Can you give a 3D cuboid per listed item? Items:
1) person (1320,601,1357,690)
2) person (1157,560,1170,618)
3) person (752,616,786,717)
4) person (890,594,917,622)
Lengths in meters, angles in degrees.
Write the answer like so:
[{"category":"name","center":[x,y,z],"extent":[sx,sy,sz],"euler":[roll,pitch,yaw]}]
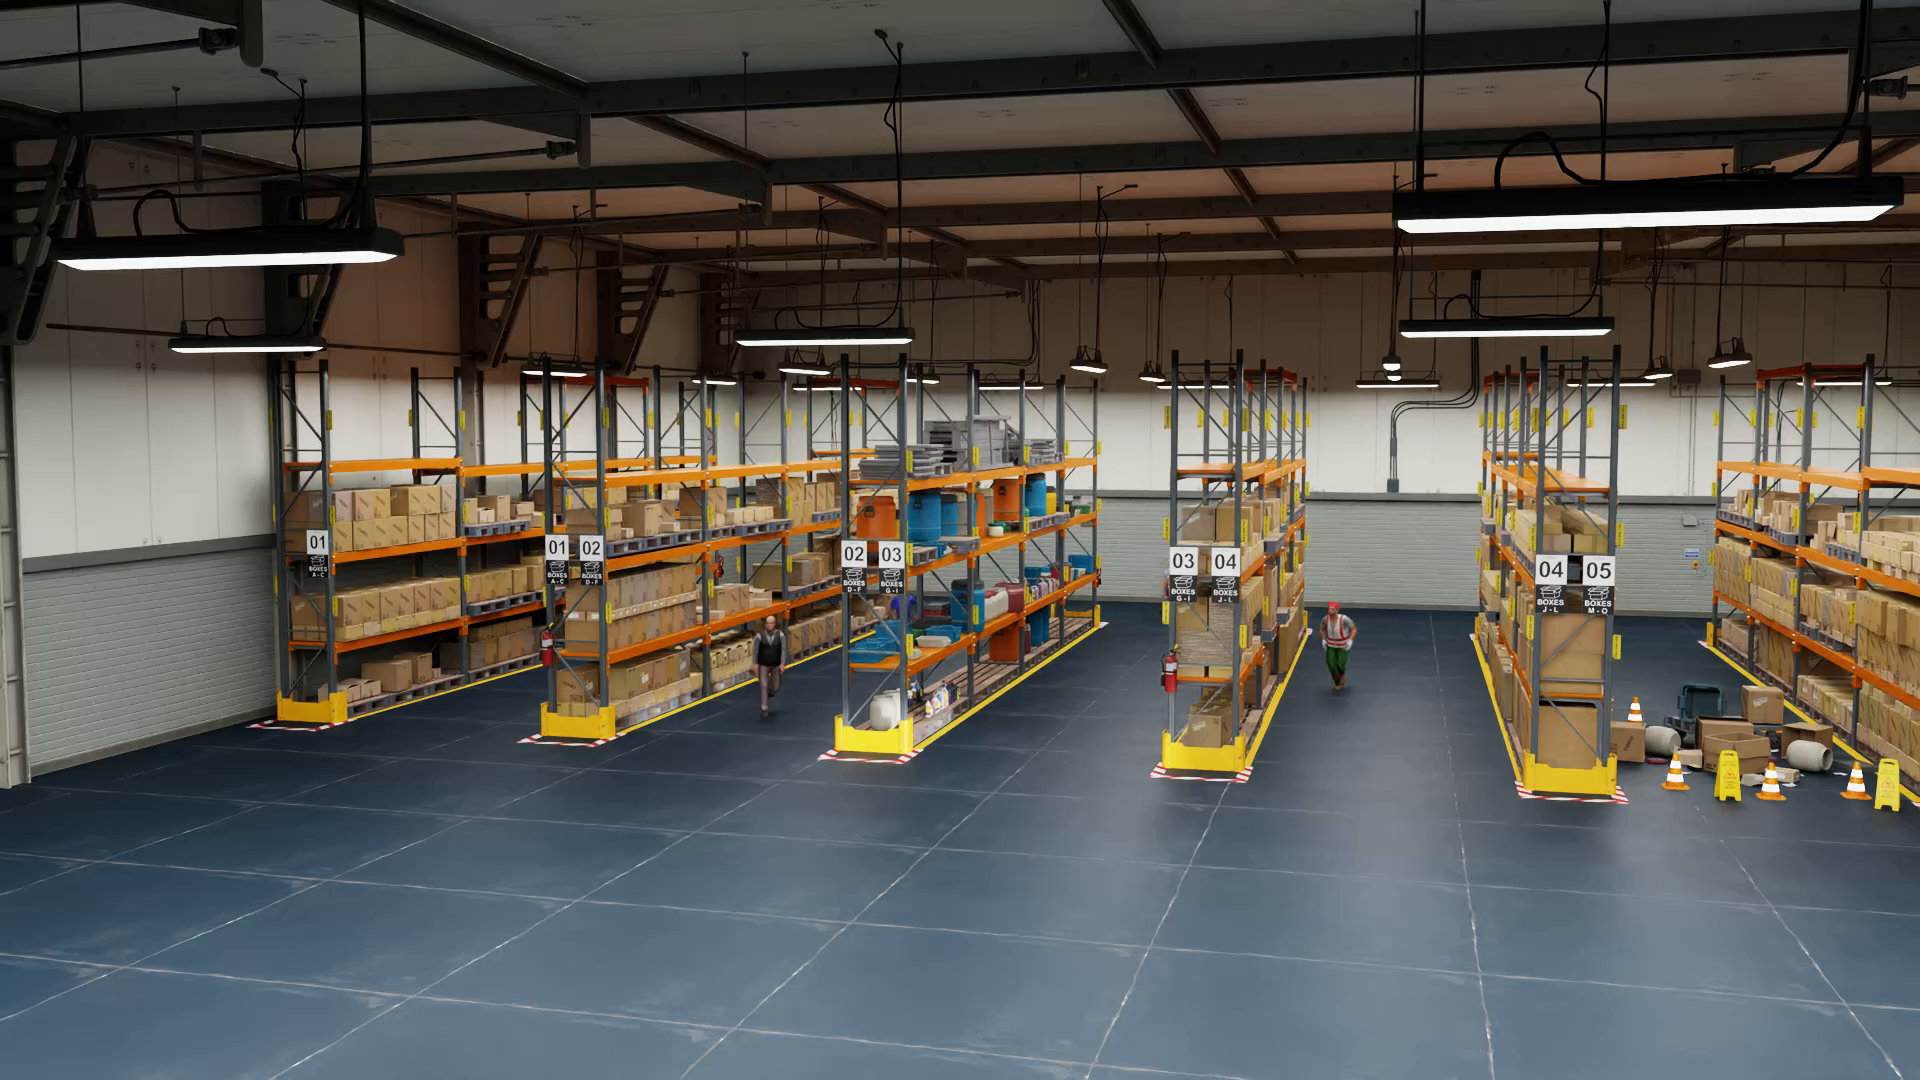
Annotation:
[{"category":"person","center":[6.985,1.956,30.723],"extent":[0.695,1.687,0.620],"euler":[2,4,23]},{"category":"person","center":[5.288,1.240,41.474],"extent":[0.947,1.555,0.476],"euler":[3,5,39]},{"category":"person","center":[-3.202,2.117,28.094],"extent":[0.555,1.657,1.018],"euler":[-1,4,-20]},{"category":"person","center":[-1.106,1.660,33.760],"extent":[0.570,1.565,0.742],"euler":[2,4,24]}]
